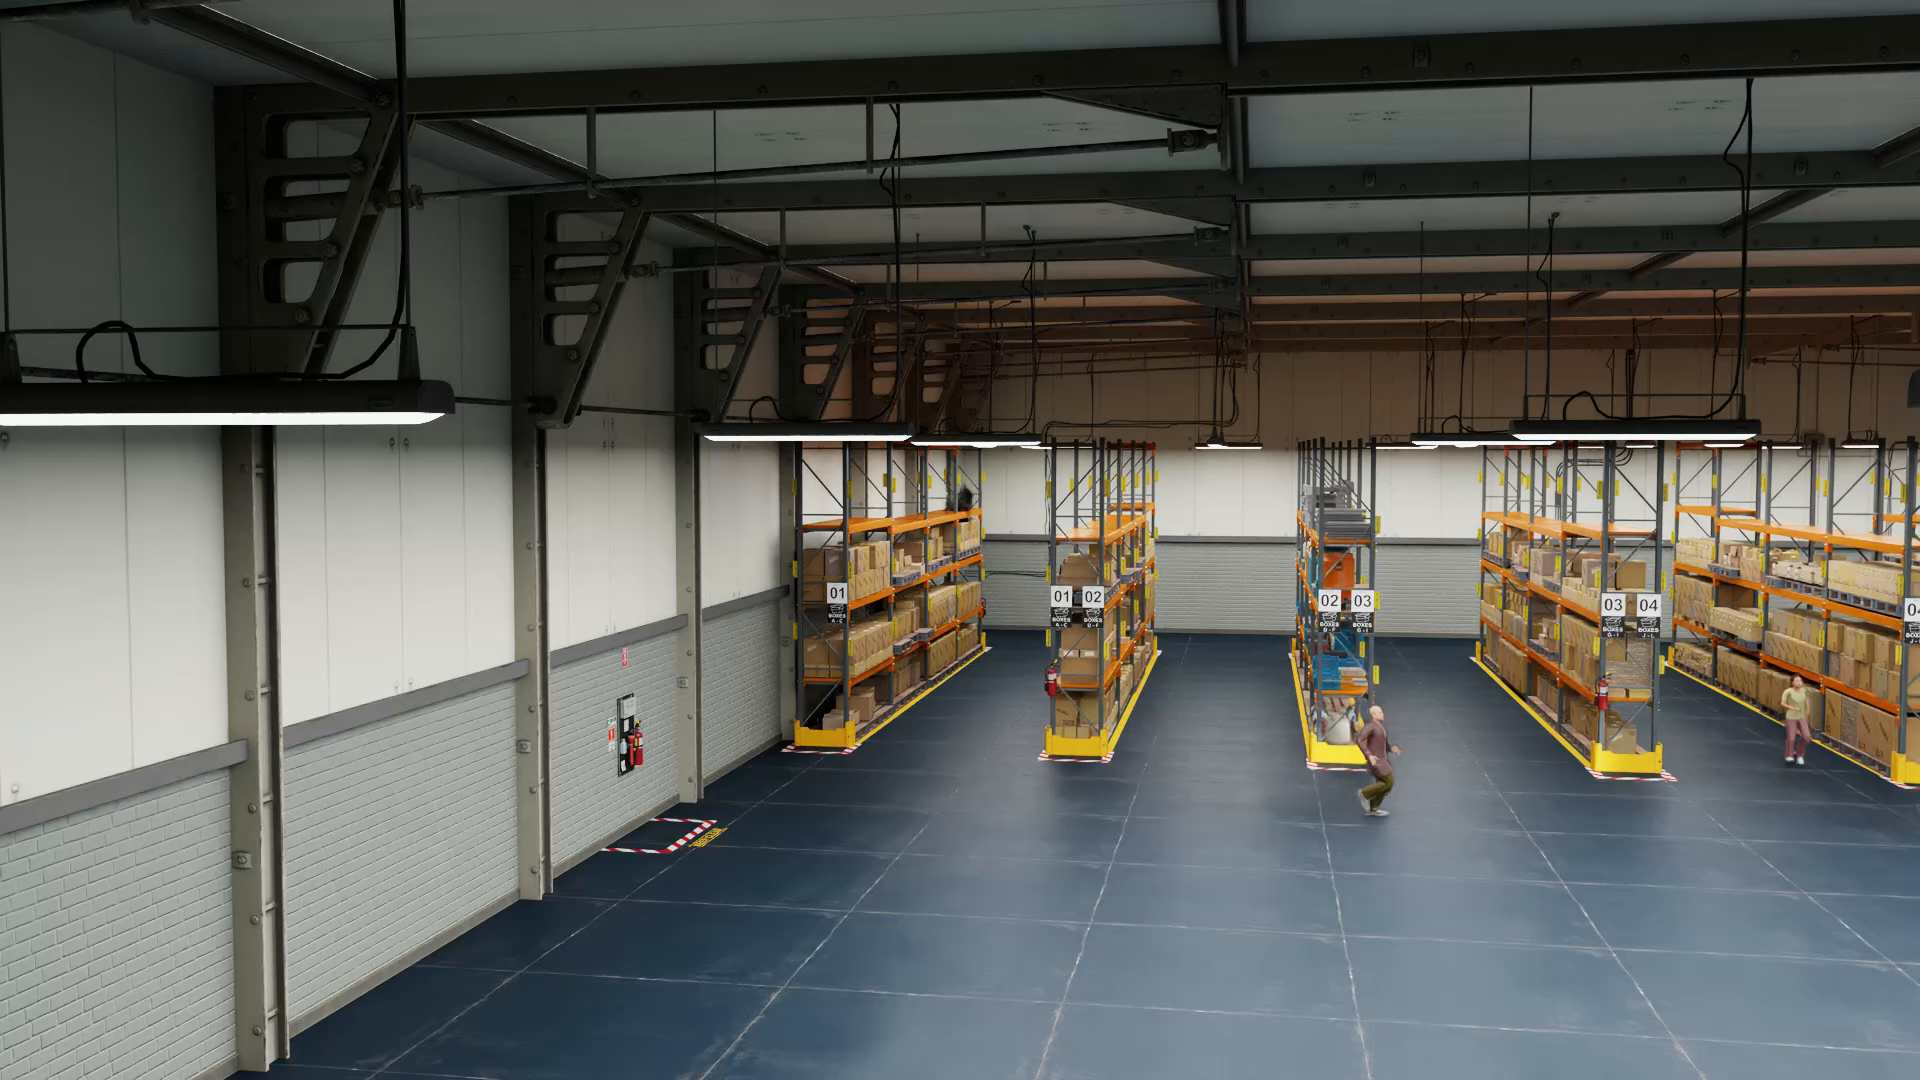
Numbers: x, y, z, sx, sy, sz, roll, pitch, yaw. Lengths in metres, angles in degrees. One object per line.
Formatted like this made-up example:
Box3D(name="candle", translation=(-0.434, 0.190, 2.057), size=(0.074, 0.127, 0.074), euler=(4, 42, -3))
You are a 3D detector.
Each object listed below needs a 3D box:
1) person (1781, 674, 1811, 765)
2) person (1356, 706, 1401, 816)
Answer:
Box3D(name="person", translation=(15.299, 3.285, 30.395), size=(0.591, 1.669, 0.641), euler=(0, 3, 2))
Box3D(name="person", translation=(6.586, 3.474, 26.096), size=(0.624, 1.732, 0.714), euler=(2, 4, 32))
